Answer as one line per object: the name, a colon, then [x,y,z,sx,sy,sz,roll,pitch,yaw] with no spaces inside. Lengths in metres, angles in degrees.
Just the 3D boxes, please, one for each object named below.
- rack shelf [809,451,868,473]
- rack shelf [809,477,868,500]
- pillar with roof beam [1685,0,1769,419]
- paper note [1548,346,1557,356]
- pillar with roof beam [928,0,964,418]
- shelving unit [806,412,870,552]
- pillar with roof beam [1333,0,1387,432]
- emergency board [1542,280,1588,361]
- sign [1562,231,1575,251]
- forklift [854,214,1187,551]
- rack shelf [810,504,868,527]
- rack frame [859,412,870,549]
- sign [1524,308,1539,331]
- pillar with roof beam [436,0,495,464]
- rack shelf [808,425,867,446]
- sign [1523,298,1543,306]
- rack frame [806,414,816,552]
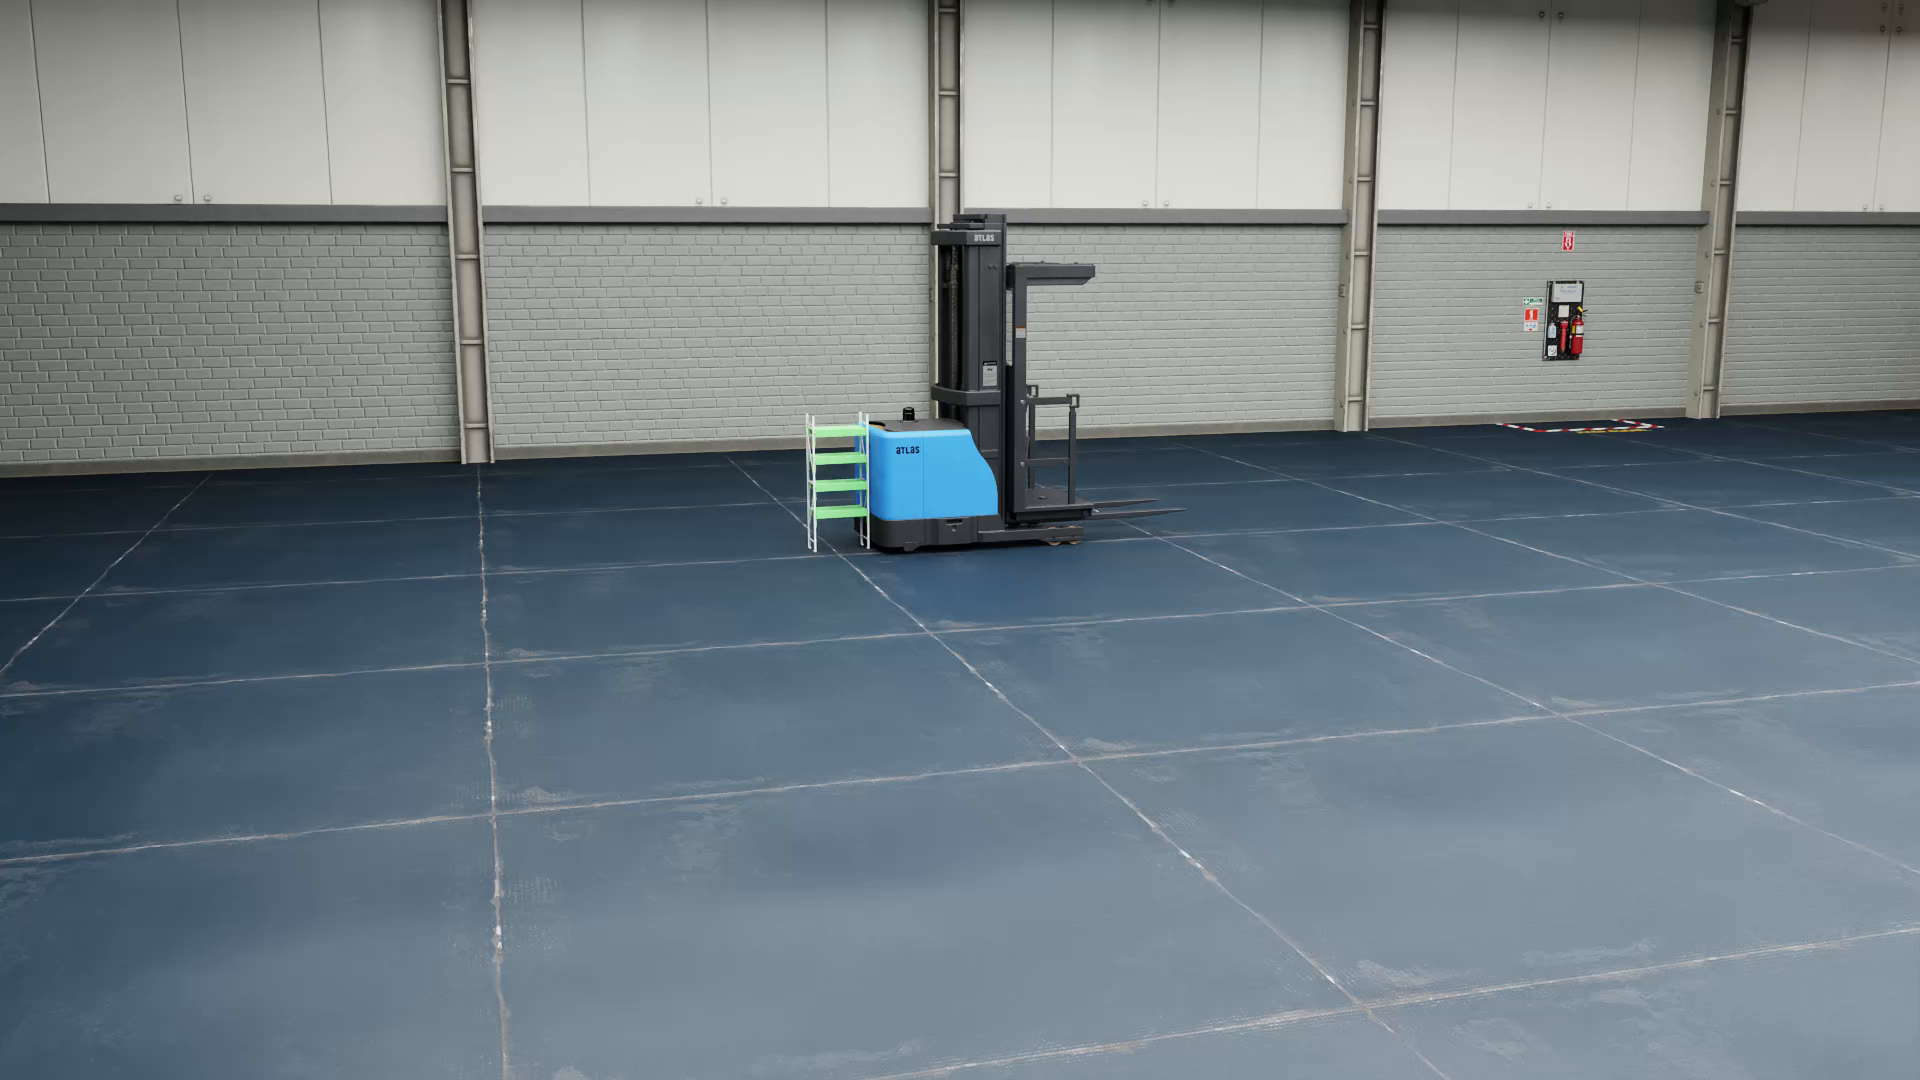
rack shelf: [-1.084,-0.692,14.722,0.480,0.148,0.258,-4,11,-19]
rack shelf: [-1.084,-0.456,14.766,0.480,0.148,0.258,-4,11,-19]
pillar with roof beam: [12.548,-5.552,20.553,0.548,9.000,9.100,-3,11,-16]
paper note: [8.773,-2.801,24.615,0.142,0.148,0.016,-3,11,-16]
pillar with roof beam: [1.027,-4.945,17.255,0.400,9.000,9.100,-3,11,-16]
shelving unit: [-1.084,-0.519,14.754,0.503,1.200,0.258,-4,11,-19]
pillar with roof beam: [6.788,-5.248,18.904,0.400,9.000,9.100,-3,11,-16]
emergency board: [8.962,-3.231,24.518,0.643,1.169,0.194,-3,11,-16]
sign: [8.926,-4.388,24.400,0.199,0.298,0.001,-3,11,-16]
forklift: [0.596,-1.479,15.187,3.031,2.935,1.130,-4,11,-19]
rack shelf: [-1.084,-0.220,14.809,0.480,0.148,0.258,-4,11,-19]
rack frame: [-0.853,-0.533,14.833,0.015,1.200,0.240,-4,11,-19]
sign: [8.402,-3.239,24.461,0.234,0.329,0.001,-3,11,-16]
pillar with roof beam: [-4.734,-4.641,15.605,0.400,9.000,9.100,-3,11,-16]
rack shelf: [-1.084,-0.928,14.679,0.480,0.148,0.258,-4,11,-19]
sign: [8.409,-3.498,24.405,0.331,0.109,0.001,-3,11,-16]
rack frame: [-1.314,-0.504,14.675,0.015,1.200,0.240,-4,11,-19]
